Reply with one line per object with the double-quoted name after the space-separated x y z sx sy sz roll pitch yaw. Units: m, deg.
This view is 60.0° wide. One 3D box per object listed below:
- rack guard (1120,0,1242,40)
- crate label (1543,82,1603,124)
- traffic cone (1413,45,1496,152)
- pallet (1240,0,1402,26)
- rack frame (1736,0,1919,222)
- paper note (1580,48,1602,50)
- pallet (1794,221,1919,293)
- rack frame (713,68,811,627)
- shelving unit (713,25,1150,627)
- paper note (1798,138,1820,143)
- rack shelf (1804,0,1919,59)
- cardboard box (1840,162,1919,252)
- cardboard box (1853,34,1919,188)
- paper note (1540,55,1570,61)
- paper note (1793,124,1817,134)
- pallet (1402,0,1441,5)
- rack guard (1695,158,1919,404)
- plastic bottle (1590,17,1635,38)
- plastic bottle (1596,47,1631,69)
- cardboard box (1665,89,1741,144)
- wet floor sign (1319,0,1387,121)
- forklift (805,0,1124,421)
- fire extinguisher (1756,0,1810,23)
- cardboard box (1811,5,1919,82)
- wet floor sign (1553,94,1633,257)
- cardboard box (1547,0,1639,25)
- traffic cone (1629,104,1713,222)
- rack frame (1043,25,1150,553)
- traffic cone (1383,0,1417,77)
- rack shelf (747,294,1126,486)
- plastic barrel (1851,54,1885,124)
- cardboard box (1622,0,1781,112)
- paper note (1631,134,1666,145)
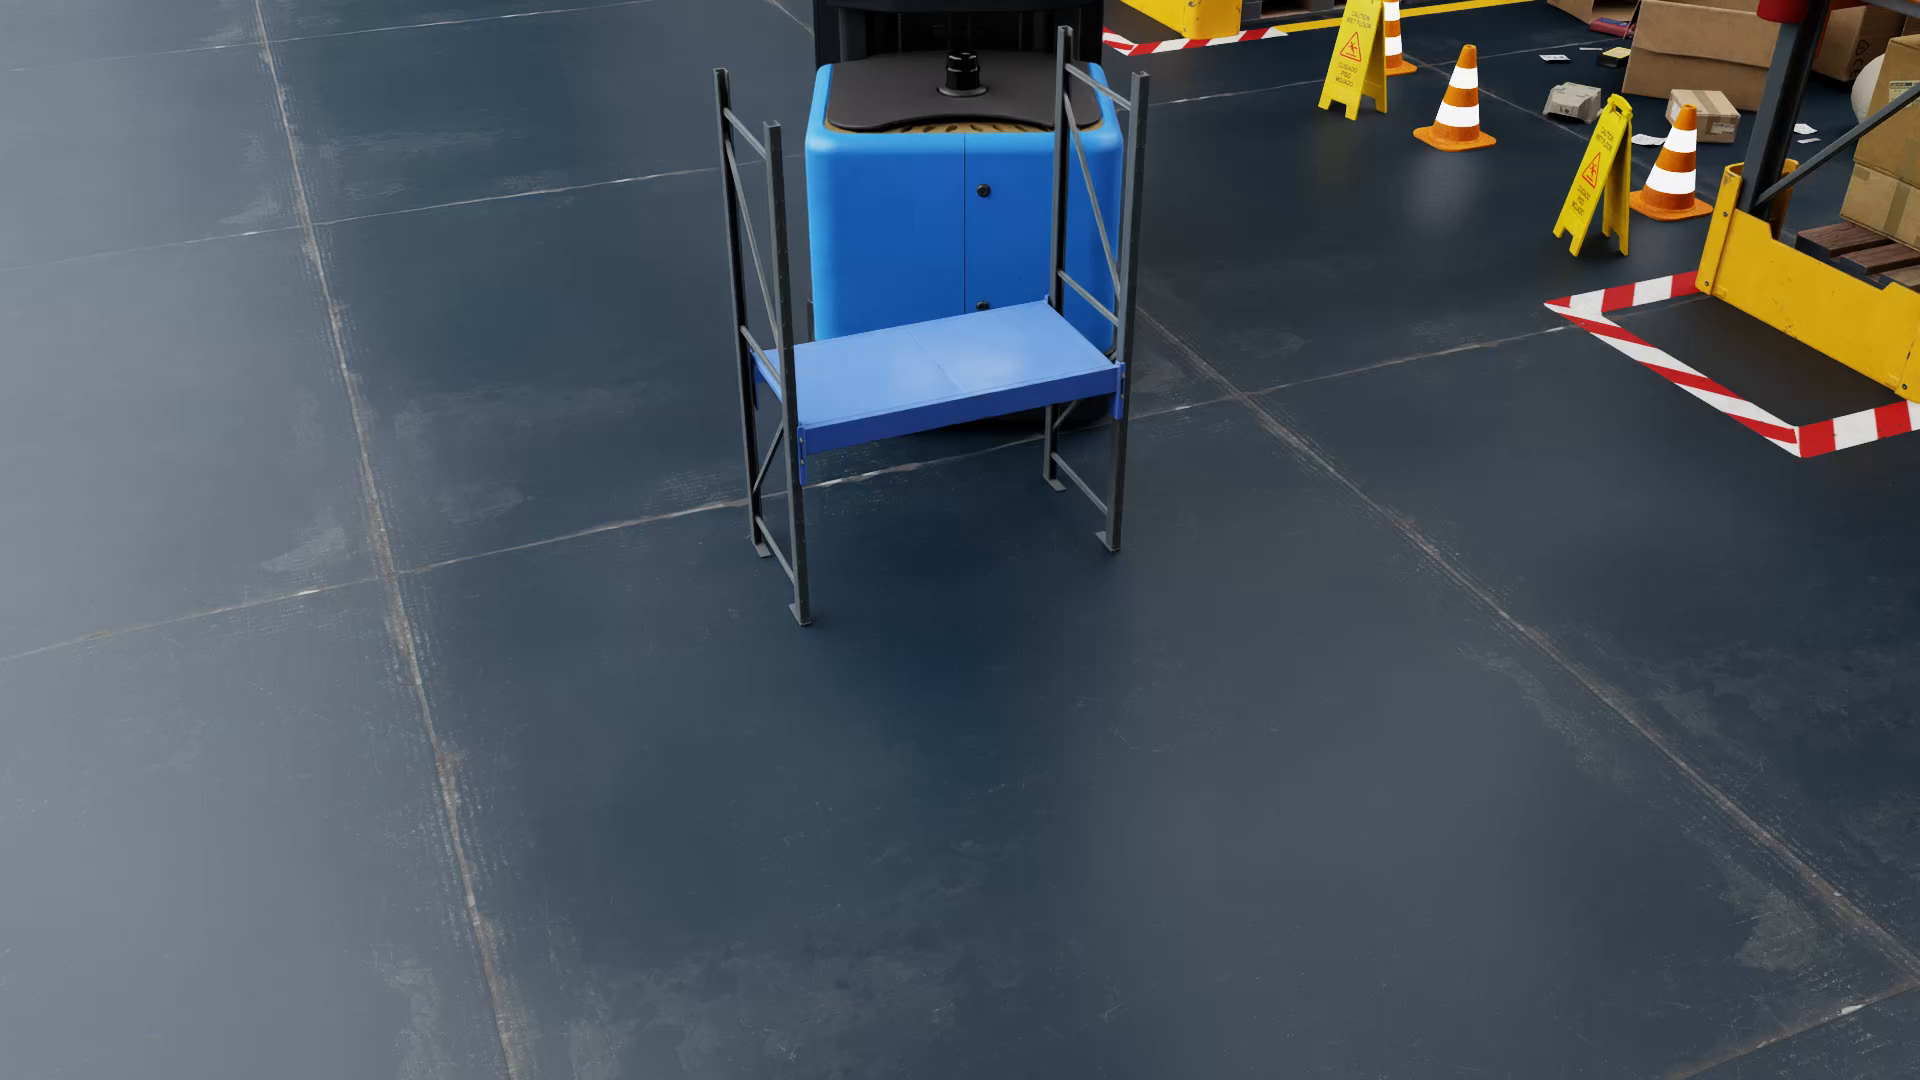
1.295 -3.460 10.110 0.348 0.500 1.175 -13 35 -19 "rack guard"
3.181 -2.269 8.611 0.250 0.136 0.298 23 39 30 "crate label"
2.480 -2.208 8.219 0.334 0.463 0.336 -13 35 -19 "traffic cone"
2.024 -3.552 10.516 1.213 0.211 1.003 -13 35 -19 "pallet"
3.326 -2.045 5.643 0.127 3.000 1.000 -13 35 -19 "rack frame"
3.642 -2.834 9.597 0.123 0.001 0.032 4 33 6 "paper note"
4.159 -1.046 6.665 1.213 0.211 1.003 -13 35 -19 "pallet"
-0.547 -0.503 4.648 0.032 1.500 0.500 -13 35 -19 "rack frame"
-0.079 -0.611 4.813 1.048 1.500 0.538 -13 35 -19 "shelving unit"
4.243 -1.996 8.308 0.123 0.001 0.032 -13 35 -19 "paper note"
5.170 -2.166 6.488 4.000 0.370 1.077 -13 35 -19 "rack shelf"
3.990 -1.380 6.757 0.500 0.250 0.500 -13 35 -19 "cardboard box"
3.964 -1.683 6.536 0.500 0.500 0.500 -13 35 -19 "cardboard box"
3.382 -2.737 9.429 0.142 0.017 0.144 -2 33 -2 "paper note"
4.269 -2.101 8.461 0.142 0.019 0.148 -2 33 -2 "paper note"
3.147 -3.808 10.909 1.213 0.211 1.003 -13 35 -19 "pallet"
3.396 -1.014 6.350 0.348 0.500 1.175 -13 35 -19 "rack guard"
3.896 -3.030 9.851 0.133 0.061 0.283 -27 42 -35 "plastic bottle"
3.729 -2.733 9.394 0.283 0.061 0.133 -27 42 -35 "plastic bottle"
3.752 -2.143 8.407 0.250 0.149 0.380 4 33 6 "cardboard box"
2.057 -2.525 8.538 0.232 0.644 0.267 -19 38 -27 "wet floor sign"
-0.011 -2.404 6.257 1.130 2.935 3.031 -1 33 -1 "forklift"
3.042 -2.221 5.983 0.183 0.674 0.296 -13 35 -19 "fire extinguisher"
4.825 -2.901 9.123 0.503 0.637 0.797 -13 35 -19 "cardboard box"
2.737 -1.557 7.051 0.232 0.644 0.267 -2 33 -2 "wet floor sign"
3.971 -3.467 10.118 0.500 0.500 0.500 -7 34 -11 "cardboard box"
3.223 -1.722 7.472 0.334 0.463 0.336 -13 35 -19 "traffic cone"
0.390 -0.718 4.978 0.032 1.500 0.500 -13 35 -19 "rack frame"
2.356 -2.848 9.203 0.334 0.463 0.336 -13 35 -19 "traffic cone"
-0.079 -0.460 4.911 1.000 0.185 0.538 -13 35 -19 "rack shelf"
4.645 -2.163 8.186 0.421 0.421 0.512 10 34 14 "plastic barrel"
3.966 -2.643 8.851 0.797 0.503 0.637 16 36 23 "cardboard box"
3.427 -2.001 8.298 0.142 0.019 0.148 -27 42 -35 "paper note"
